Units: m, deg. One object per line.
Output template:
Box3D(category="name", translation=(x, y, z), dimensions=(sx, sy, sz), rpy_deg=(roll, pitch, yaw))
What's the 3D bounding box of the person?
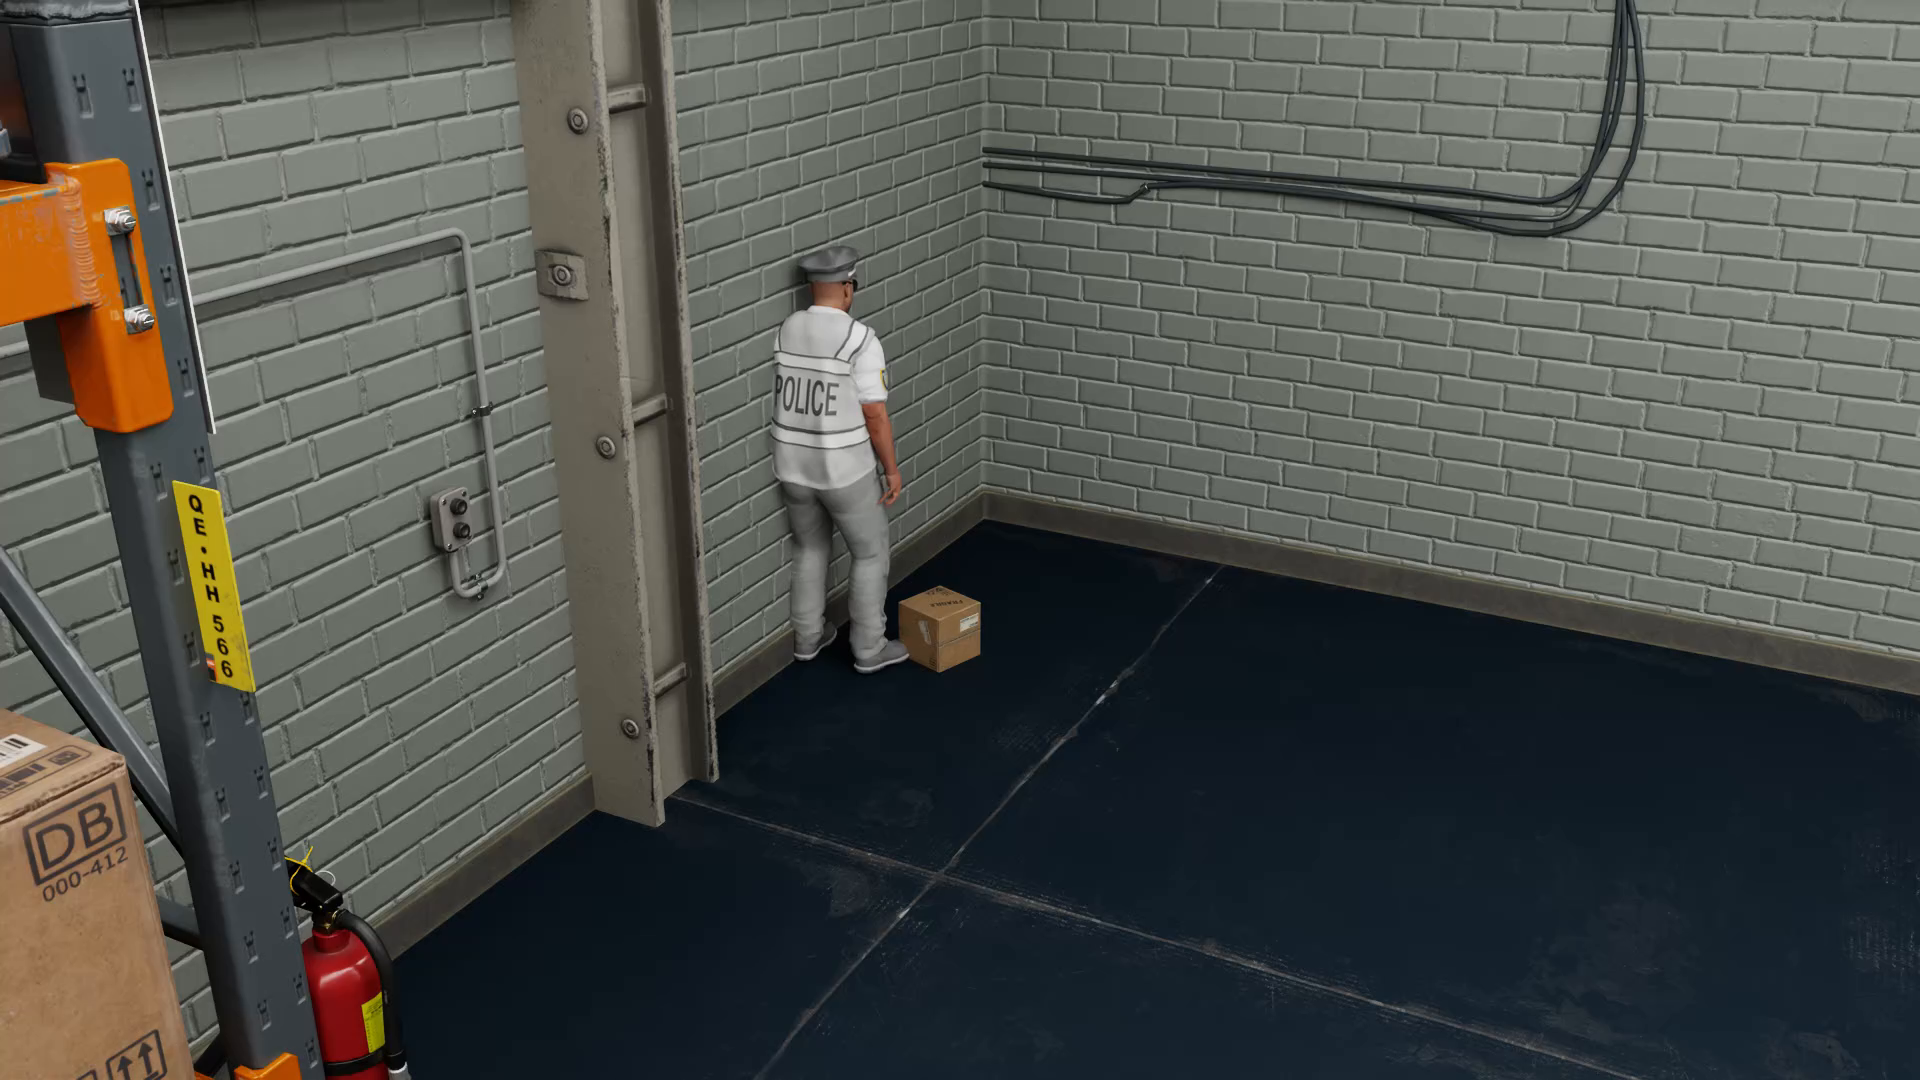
Box3D(category="person", translation=(-0.528, -0.304, 6.813), dimensions=(0.586, 1.748, 0.440), rpy_deg=(11, 25, 25))
